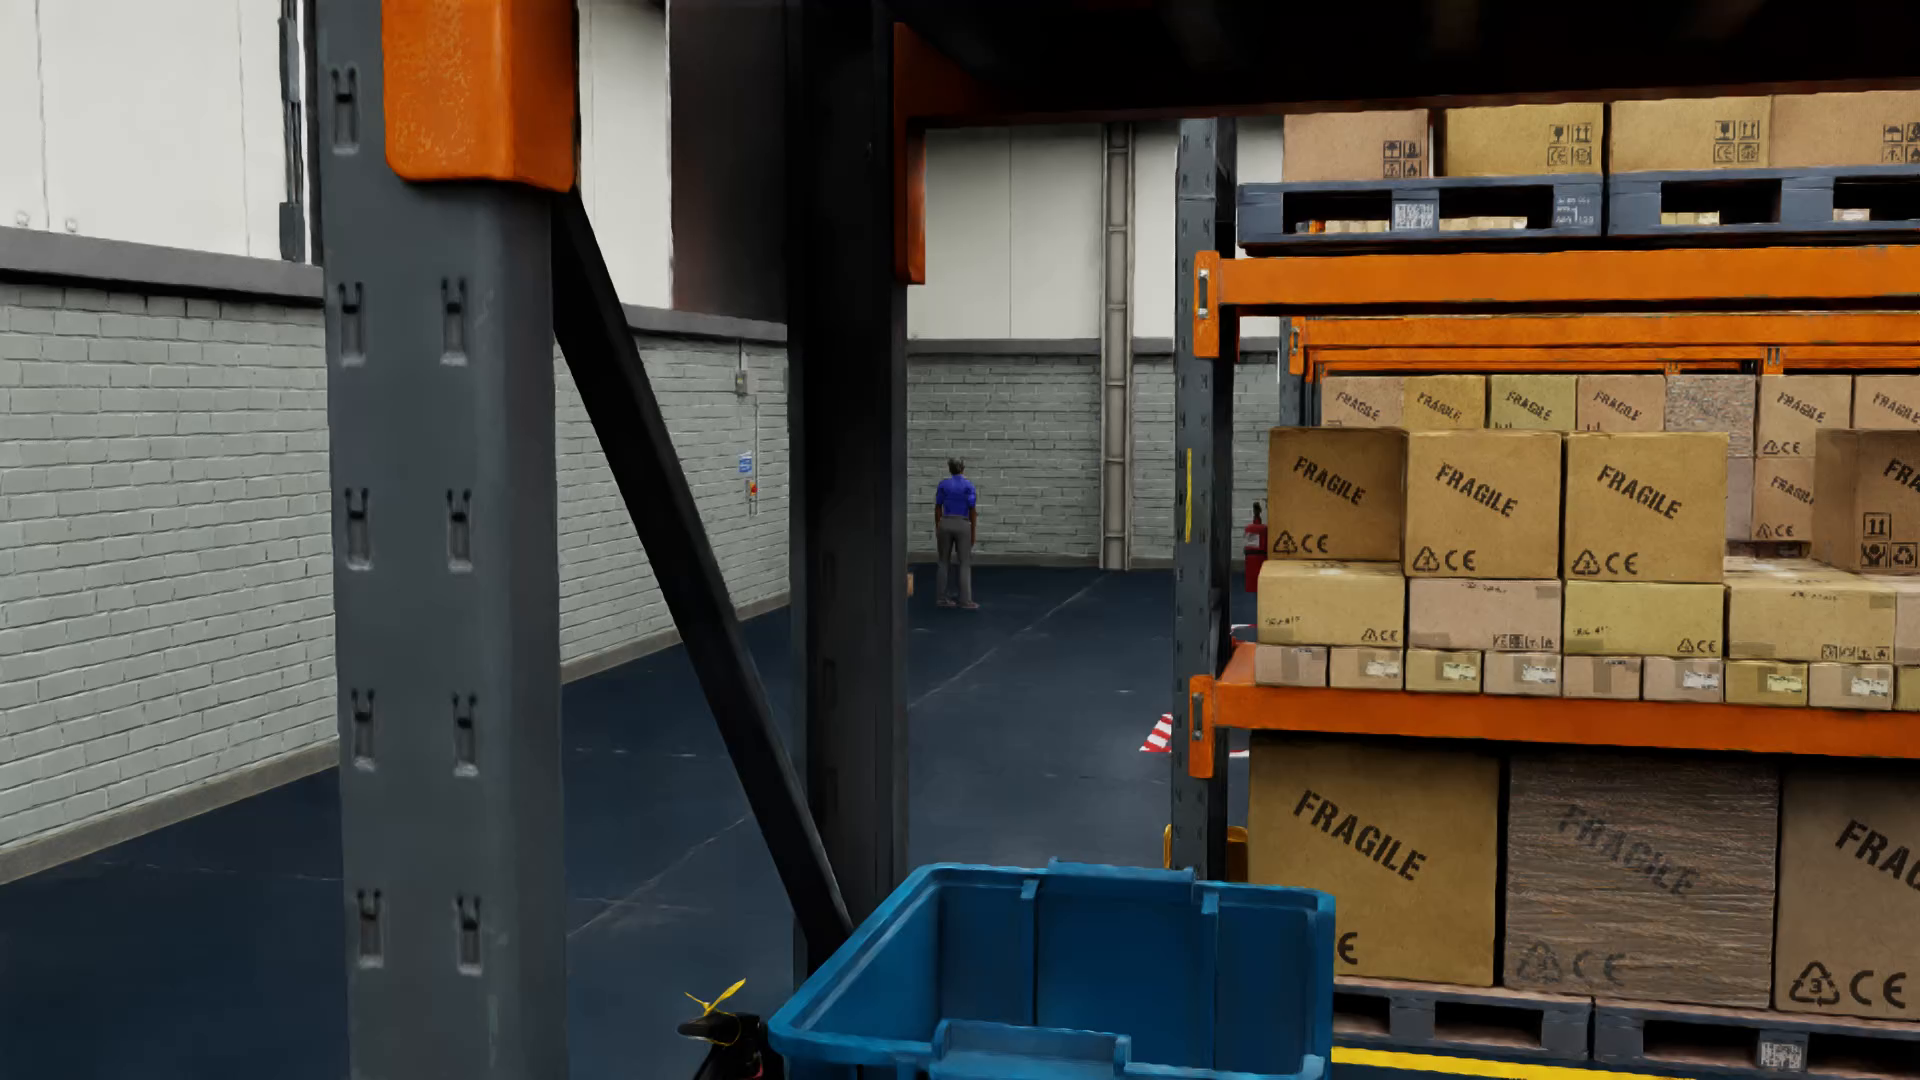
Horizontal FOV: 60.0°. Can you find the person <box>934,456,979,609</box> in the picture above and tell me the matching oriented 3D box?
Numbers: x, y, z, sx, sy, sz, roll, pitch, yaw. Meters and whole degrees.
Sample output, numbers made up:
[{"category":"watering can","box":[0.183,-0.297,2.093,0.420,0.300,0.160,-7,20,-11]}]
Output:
[{"category":"person","box":[-0.044,-0.085,18.049,0.489,1.665,0.355,1,5,16]}]
